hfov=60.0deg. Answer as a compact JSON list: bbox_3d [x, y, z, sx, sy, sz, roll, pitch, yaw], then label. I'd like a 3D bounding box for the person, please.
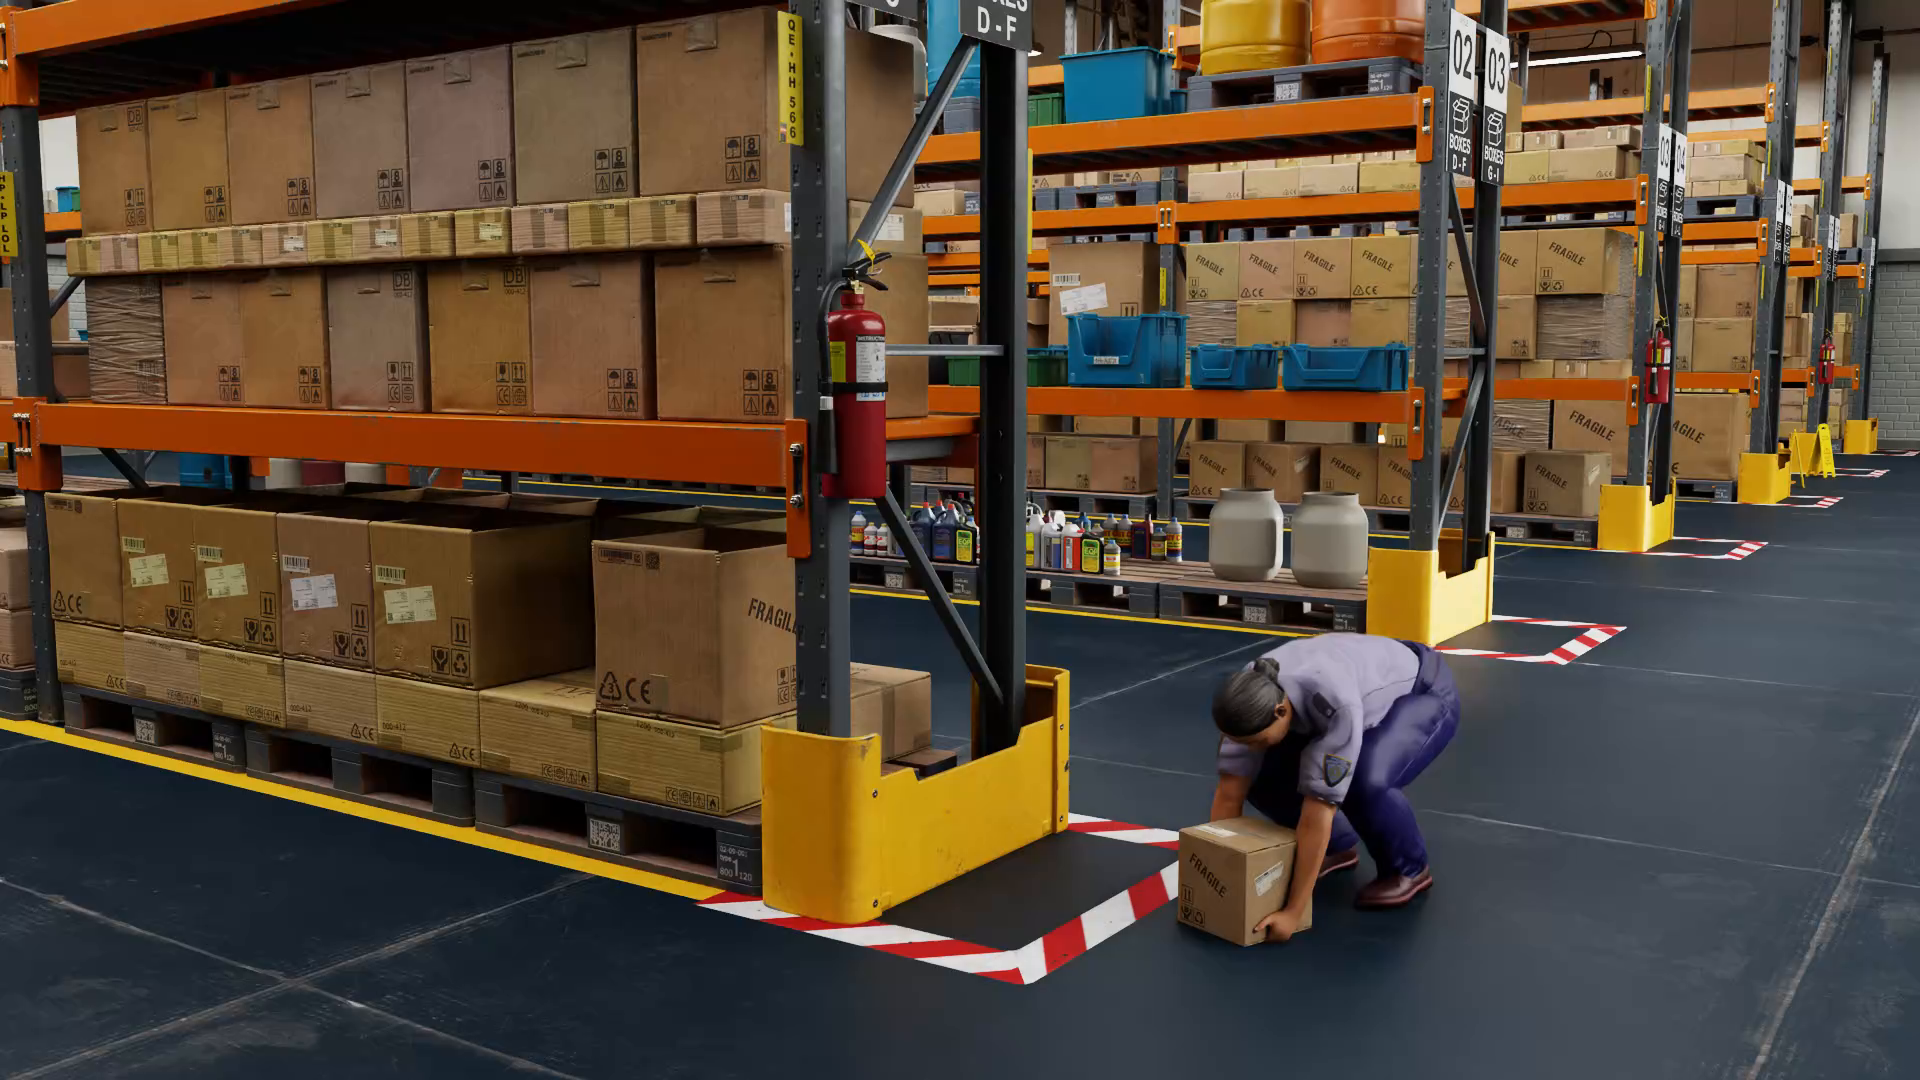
[{"bbox_3d":[0.996,0.639,4.586,0.901,0.743,0.511,-5,8,-37],"label":"person"}]
